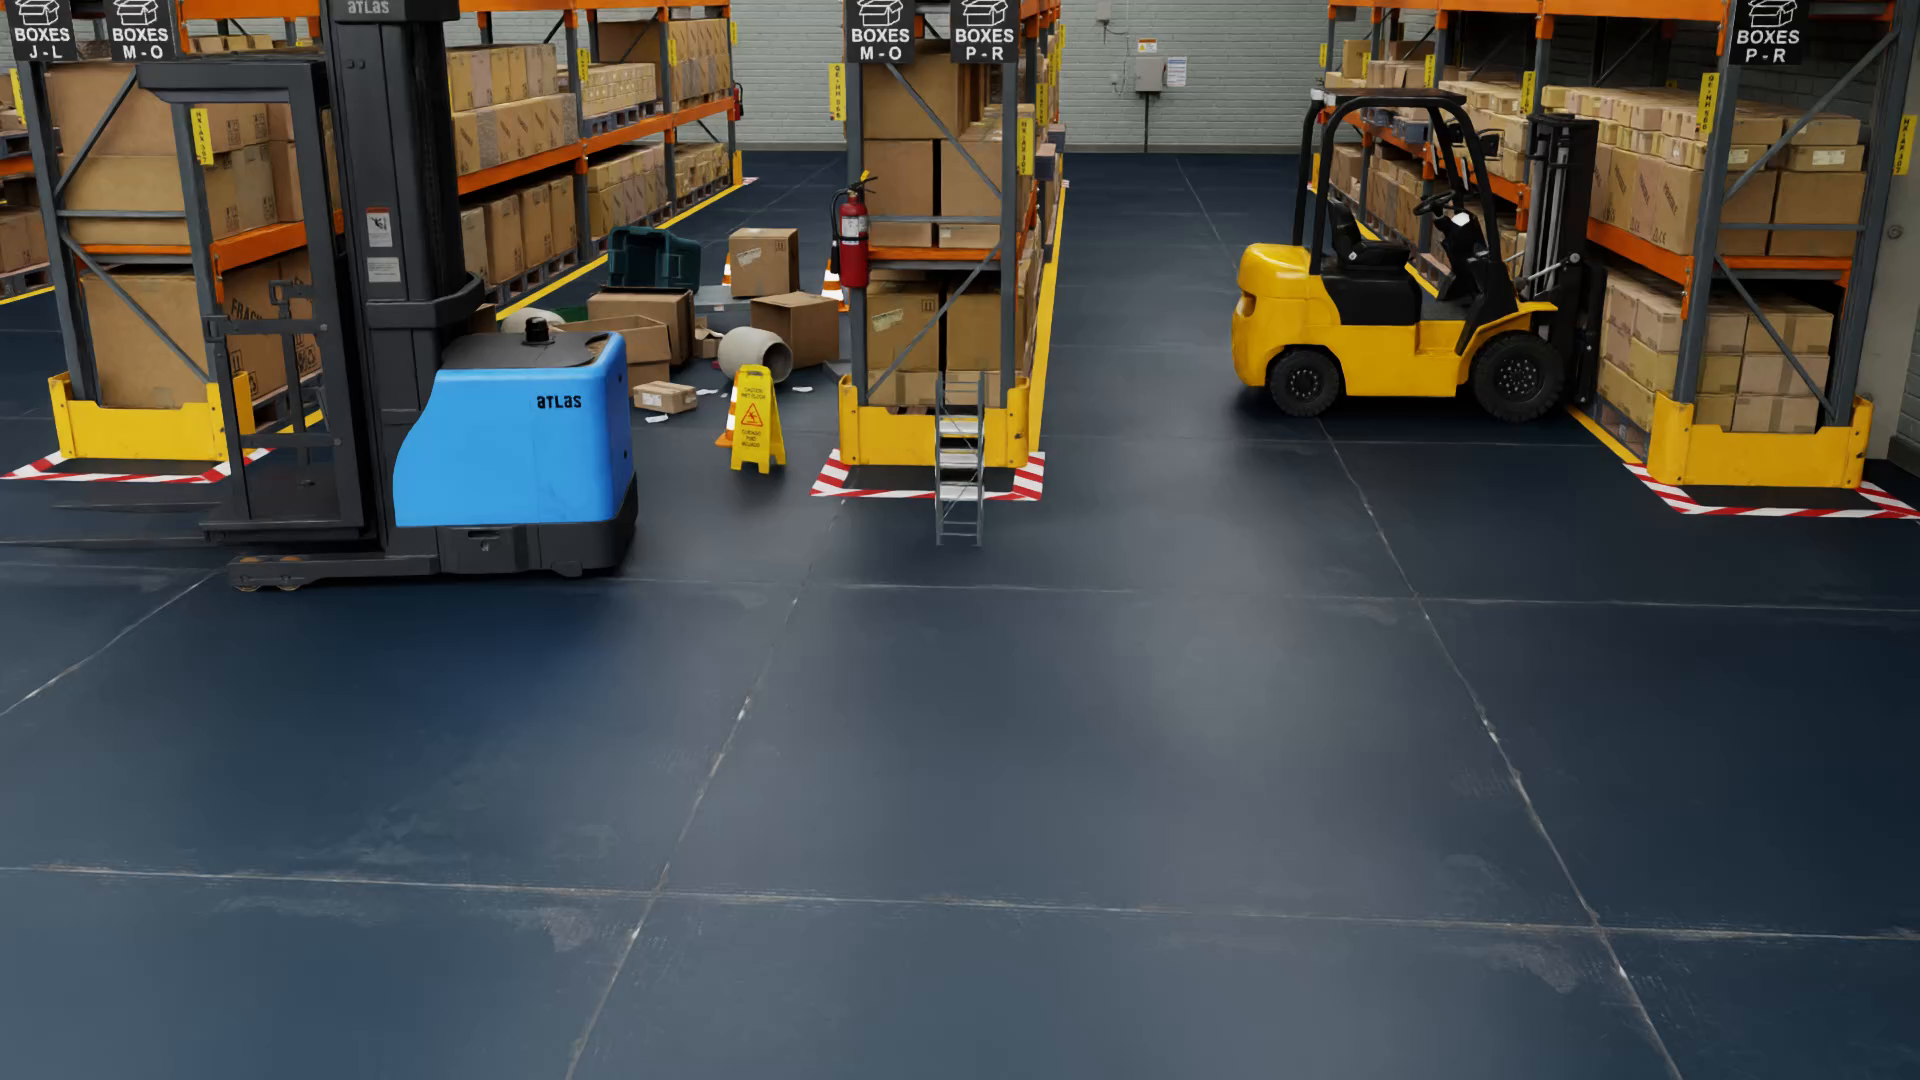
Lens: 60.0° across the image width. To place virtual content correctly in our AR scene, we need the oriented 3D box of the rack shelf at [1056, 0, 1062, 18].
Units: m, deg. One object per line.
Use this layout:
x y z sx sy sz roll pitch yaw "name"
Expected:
0.840 -7.345 22.858 1.077 0.370 4.000 1 18 4 "rack shelf"

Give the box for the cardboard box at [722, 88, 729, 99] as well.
-3.703 -6.734 25.061 0.380 0.149 0.250 1 18 4 "cardboard box"

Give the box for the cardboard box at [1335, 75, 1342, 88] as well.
5.564 -6.394 23.381 0.500 0.250 0.500 1 18 3 "cardboard box"

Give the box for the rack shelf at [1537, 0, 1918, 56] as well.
4.931 -3.508 11.150 1.077 0.370 4.000 1 18 4 "rack shelf"

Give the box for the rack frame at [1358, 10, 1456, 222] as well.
5.647 -5.530 20.983 1.000 3.000 0.127 1 18 4 "rack frame"

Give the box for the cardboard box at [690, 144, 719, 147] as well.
-3.822 -5.842 24.883 0.380 0.149 0.250 2 18 5 "cardboard box"

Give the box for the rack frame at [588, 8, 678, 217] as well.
-4.248 -5.719 21.559 1.000 3.000 0.127 1 18 4 "rack frame"

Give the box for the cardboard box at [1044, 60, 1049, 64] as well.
0.628 -4.478 16.458 0.500 0.500 0.500 1 18 3 "cardboard box"

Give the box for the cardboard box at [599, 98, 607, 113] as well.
-4.246 -4.942 18.918 0.380 0.149 0.250 2 18 6 "cardboard box"

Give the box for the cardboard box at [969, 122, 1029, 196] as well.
0.216 -2.562 11.286 0.500 0.500 0.500 1 18 3 "cardboard box"

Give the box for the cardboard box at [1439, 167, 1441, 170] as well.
5.858 -4.326 19.608 0.380 0.149 0.250 2 18 5 "cardboard box"

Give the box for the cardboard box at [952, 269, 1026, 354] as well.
0.204 -1.576 11.454 0.500 0.500 0.500 1 18 2 "cardboard box"

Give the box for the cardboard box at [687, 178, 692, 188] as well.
-3.964 -4.995 23.254 0.380 0.149 0.250 1 18 2 "cardboard box"

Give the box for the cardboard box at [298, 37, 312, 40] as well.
-9.272 -7.070 24.242 0.500 0.500 0.500 1 18 2 "cardboard box"

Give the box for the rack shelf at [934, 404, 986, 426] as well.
0.001 -0.655 8.717 0.258 0.077 0.200 1 18 4 "rack shelf"

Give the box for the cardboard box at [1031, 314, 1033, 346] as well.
0.320 -1.693 13.014 0.500 0.250 0.500 1 18 2 "cardboard box"

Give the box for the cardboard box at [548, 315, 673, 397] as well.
-2.563 -1.329 12.170 0.797 0.503 0.637 -13 22 -34 "cardboard box"

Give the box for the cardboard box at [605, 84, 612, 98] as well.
-4.230 -5.167 19.125 0.380 0.149 0.250 1 18 4 "cardboard box"

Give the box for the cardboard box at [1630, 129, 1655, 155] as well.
4.602 -2.593 10.817 0.380 0.149 0.250 1 18 2 "cardboard box"

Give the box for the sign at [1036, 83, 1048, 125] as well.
0.664 -3.557 13.570 0.100 0.325 0.005 1 18 4 "sign"

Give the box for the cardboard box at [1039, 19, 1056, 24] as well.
1.169 -7.358 23.754 0.380 0.149 0.250 2 18 5 "cardboard box"

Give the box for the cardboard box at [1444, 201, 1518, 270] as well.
5.263 -2.962 16.286 0.875 0.625 0.625 2 18 6 "cardboard box"

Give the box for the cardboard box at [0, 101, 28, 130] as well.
-9.325 -4.230 16.558 0.396 0.266 0.258 1 18 2 "cardboard box"

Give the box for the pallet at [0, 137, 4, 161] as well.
-9.562 -3.519 15.154 1.003 0.211 1.213 1 18 4 "pallet"

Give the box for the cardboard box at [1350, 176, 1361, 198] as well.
5.420 -4.721 22.230 0.396 0.266 0.258 2 18 6 "cardboard box"

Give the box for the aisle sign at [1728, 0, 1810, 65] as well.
4.489 -3.025 9.162 0.394 0.787 0.004 1 18 4 "aisle sign"

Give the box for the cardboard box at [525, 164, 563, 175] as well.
-4.748 -4.063 18.641 0.500 0.250 0.500 1 18 3 "cardboard box"

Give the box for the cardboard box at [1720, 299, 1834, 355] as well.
5.010 -1.316 10.259 0.500 0.250 0.500 1 18 3 "cardboard box"

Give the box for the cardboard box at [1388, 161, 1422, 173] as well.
5.400 -4.492 20.111 0.380 0.149 0.250 1 18 3 "cardboard box"

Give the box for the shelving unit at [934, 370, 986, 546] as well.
0.001 -0.430 8.791 0.258 0.900 0.210 1 18 4 "shelving unit"

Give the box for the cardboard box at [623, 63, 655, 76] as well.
-4.082 -5.953 21.046 0.380 0.149 0.250 2 18 6 "cardboard box"

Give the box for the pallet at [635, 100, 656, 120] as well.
-4.448 -5.394 20.874 1.003 0.211 1.213 1 18 4 "pallet"

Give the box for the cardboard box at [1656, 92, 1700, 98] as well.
5.332 -3.198 12.186 0.380 0.149 0.250 1 18 3 "cardboard box"

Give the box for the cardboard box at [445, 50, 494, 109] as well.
-4.721 -4.228 15.243 0.700 0.500 0.500 1 18 4 "cardboard box"

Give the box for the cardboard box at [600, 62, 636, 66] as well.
-4.495 -6.064 21.975 0.500 0.500 0.500 1 18 4 "cardboard box"

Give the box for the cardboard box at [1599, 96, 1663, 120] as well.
4.742 -3.048 11.729 0.380 0.149 0.250 1 18 4 "cardboard box"

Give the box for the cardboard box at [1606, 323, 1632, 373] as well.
4.557 -1.247 10.851 0.500 0.250 0.500 1 18 3 "cardboard box"

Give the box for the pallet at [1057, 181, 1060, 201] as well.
0.914 -4.929 23.627 1.003 0.211 1.213 1 18 4 "pallet"

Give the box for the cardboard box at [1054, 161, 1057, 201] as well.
0.848 -4.814 22.239 0.875 0.438 0.875 1 18 3 "cardboard box"

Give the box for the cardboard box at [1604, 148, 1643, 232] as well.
4.643 -2.330 11.055 0.500 0.500 0.500 1 18 3 "cardboard box"

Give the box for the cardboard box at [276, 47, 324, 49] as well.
-4.806 -3.532 12.908 0.875 0.550 0.550 1 18 4 "cardboard box"

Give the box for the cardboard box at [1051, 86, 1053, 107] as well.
0.828 -5.188 19.377 0.500 0.250 0.500 2 18 5 "cardboard box"

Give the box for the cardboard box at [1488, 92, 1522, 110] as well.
4.939 -3.910 14.836 0.380 0.149 0.250 1 18 4 "cardboard box"

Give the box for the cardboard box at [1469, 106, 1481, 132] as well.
4.981 -3.845 15.278 0.500 0.250 0.500 2 18 5 "cardboard box"

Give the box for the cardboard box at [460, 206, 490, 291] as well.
-4.867 -2.560 14.856 1.050 0.750 0.750 1 18 4 "cardboard box"

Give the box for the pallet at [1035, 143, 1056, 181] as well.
0.323 -3.298 14.479 1.003 0.211 1.213 1 18 4 "pallet"

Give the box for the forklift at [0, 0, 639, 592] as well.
-3.248 -1.310 8.215 3.031 2.935 1.130 -1 18 -4 "forklift"

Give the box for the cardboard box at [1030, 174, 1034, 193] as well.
0.393 -2.852 13.212 0.380 0.149 0.250 2 18 5 "cardboard box"

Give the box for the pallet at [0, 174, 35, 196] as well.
-14.030 -5.256 24.623 1.003 0.211 1.213 1 18 4 "pallet"

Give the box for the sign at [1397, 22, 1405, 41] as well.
6.486 -7.454 24.488 0.100 0.325 0.005 1 18 4 "sign"

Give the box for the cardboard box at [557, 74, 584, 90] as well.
-4.308 -4.980 18.078 0.380 0.149 0.250 1 18 4 "cardboard box"

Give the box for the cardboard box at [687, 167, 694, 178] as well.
-3.928 -5.136 23.207 0.380 0.149 0.250 2 18 6 "cardboard box"

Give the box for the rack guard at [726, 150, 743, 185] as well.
-3.967 -5.750 25.668 1.175 0.500 0.348 1 18 4 "rack guard"

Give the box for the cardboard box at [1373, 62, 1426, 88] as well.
5.352 -5.471 19.968 0.700 0.500 0.500 1 18 5 "cardboard box"
